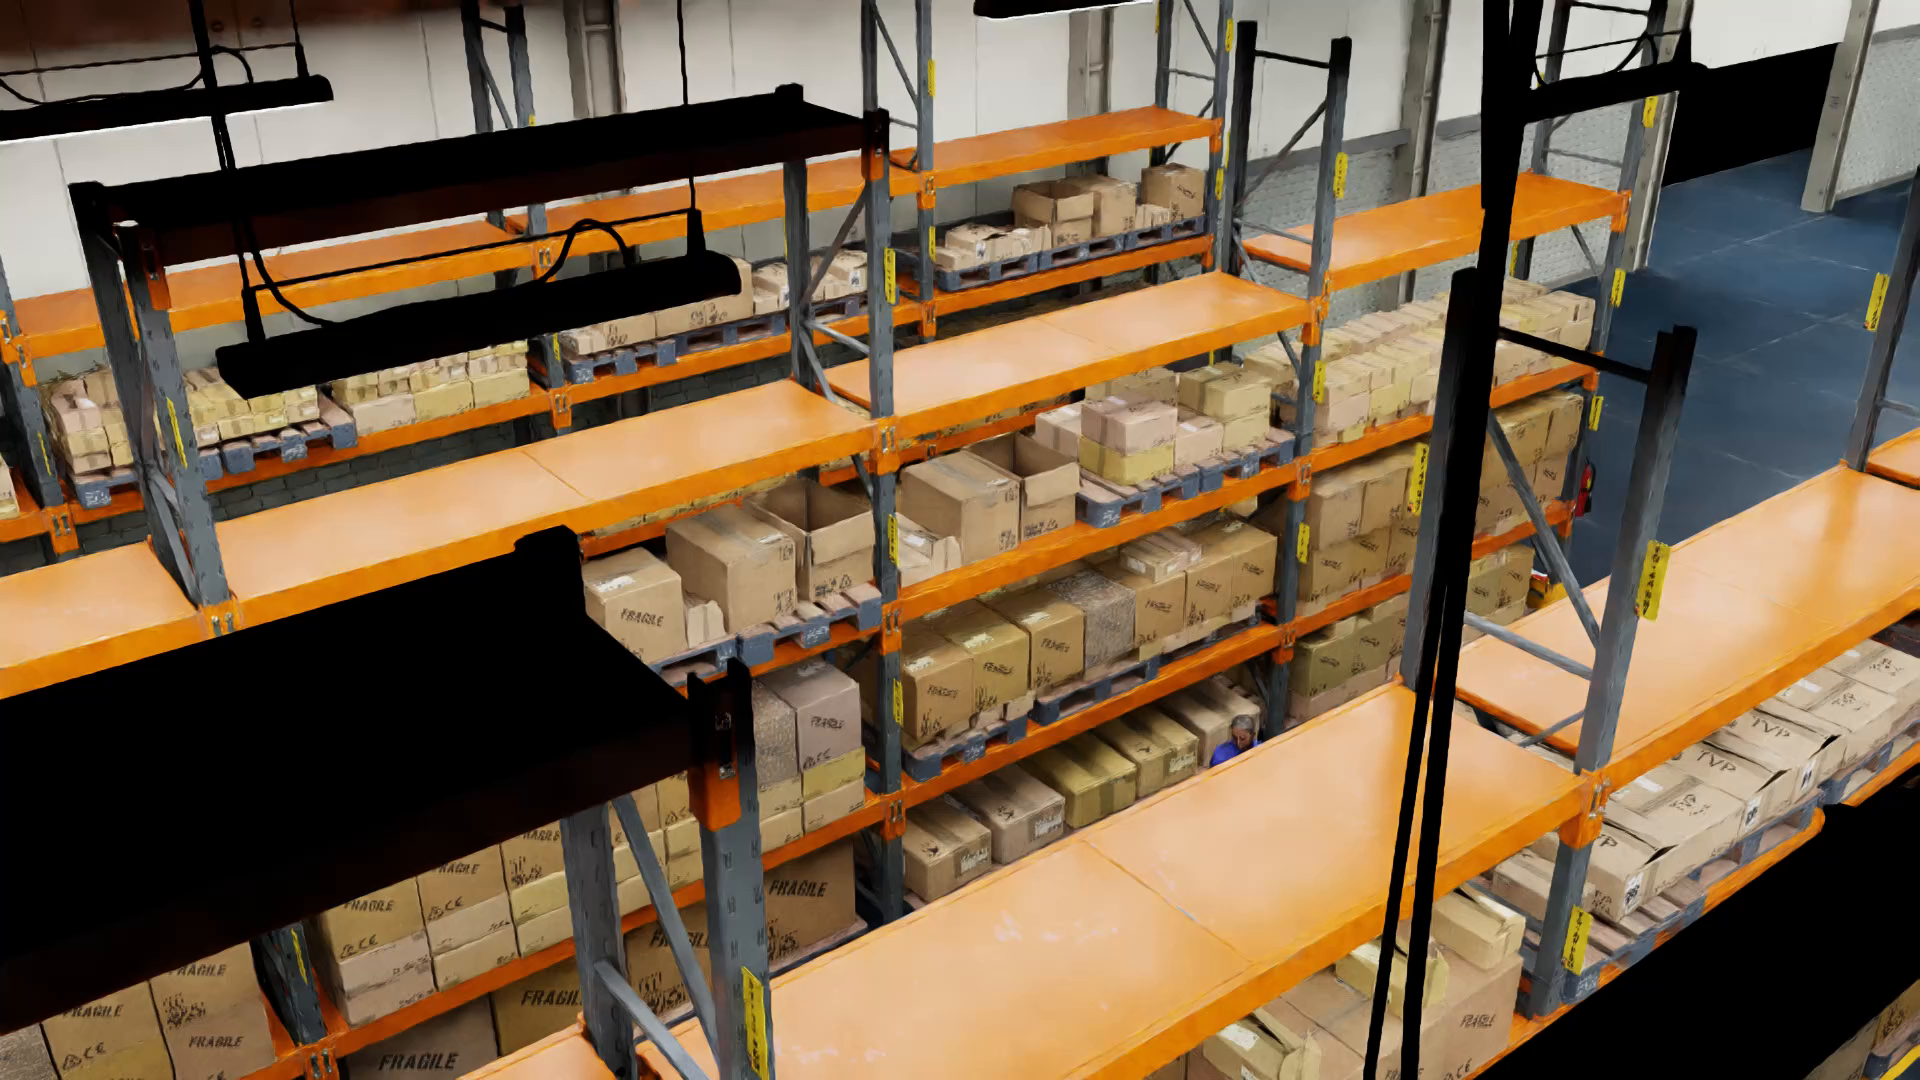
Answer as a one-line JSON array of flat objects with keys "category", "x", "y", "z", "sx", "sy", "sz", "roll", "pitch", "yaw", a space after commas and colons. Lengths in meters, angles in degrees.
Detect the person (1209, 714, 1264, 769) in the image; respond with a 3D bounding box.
[{"category": "person", "x": 2.018, "y": 1.990, "z": 12.140, "sx": 0.572, "sy": 1.650, "sz": 0.558, "roll": -5, "pitch": 27, "yaw": -10}]
